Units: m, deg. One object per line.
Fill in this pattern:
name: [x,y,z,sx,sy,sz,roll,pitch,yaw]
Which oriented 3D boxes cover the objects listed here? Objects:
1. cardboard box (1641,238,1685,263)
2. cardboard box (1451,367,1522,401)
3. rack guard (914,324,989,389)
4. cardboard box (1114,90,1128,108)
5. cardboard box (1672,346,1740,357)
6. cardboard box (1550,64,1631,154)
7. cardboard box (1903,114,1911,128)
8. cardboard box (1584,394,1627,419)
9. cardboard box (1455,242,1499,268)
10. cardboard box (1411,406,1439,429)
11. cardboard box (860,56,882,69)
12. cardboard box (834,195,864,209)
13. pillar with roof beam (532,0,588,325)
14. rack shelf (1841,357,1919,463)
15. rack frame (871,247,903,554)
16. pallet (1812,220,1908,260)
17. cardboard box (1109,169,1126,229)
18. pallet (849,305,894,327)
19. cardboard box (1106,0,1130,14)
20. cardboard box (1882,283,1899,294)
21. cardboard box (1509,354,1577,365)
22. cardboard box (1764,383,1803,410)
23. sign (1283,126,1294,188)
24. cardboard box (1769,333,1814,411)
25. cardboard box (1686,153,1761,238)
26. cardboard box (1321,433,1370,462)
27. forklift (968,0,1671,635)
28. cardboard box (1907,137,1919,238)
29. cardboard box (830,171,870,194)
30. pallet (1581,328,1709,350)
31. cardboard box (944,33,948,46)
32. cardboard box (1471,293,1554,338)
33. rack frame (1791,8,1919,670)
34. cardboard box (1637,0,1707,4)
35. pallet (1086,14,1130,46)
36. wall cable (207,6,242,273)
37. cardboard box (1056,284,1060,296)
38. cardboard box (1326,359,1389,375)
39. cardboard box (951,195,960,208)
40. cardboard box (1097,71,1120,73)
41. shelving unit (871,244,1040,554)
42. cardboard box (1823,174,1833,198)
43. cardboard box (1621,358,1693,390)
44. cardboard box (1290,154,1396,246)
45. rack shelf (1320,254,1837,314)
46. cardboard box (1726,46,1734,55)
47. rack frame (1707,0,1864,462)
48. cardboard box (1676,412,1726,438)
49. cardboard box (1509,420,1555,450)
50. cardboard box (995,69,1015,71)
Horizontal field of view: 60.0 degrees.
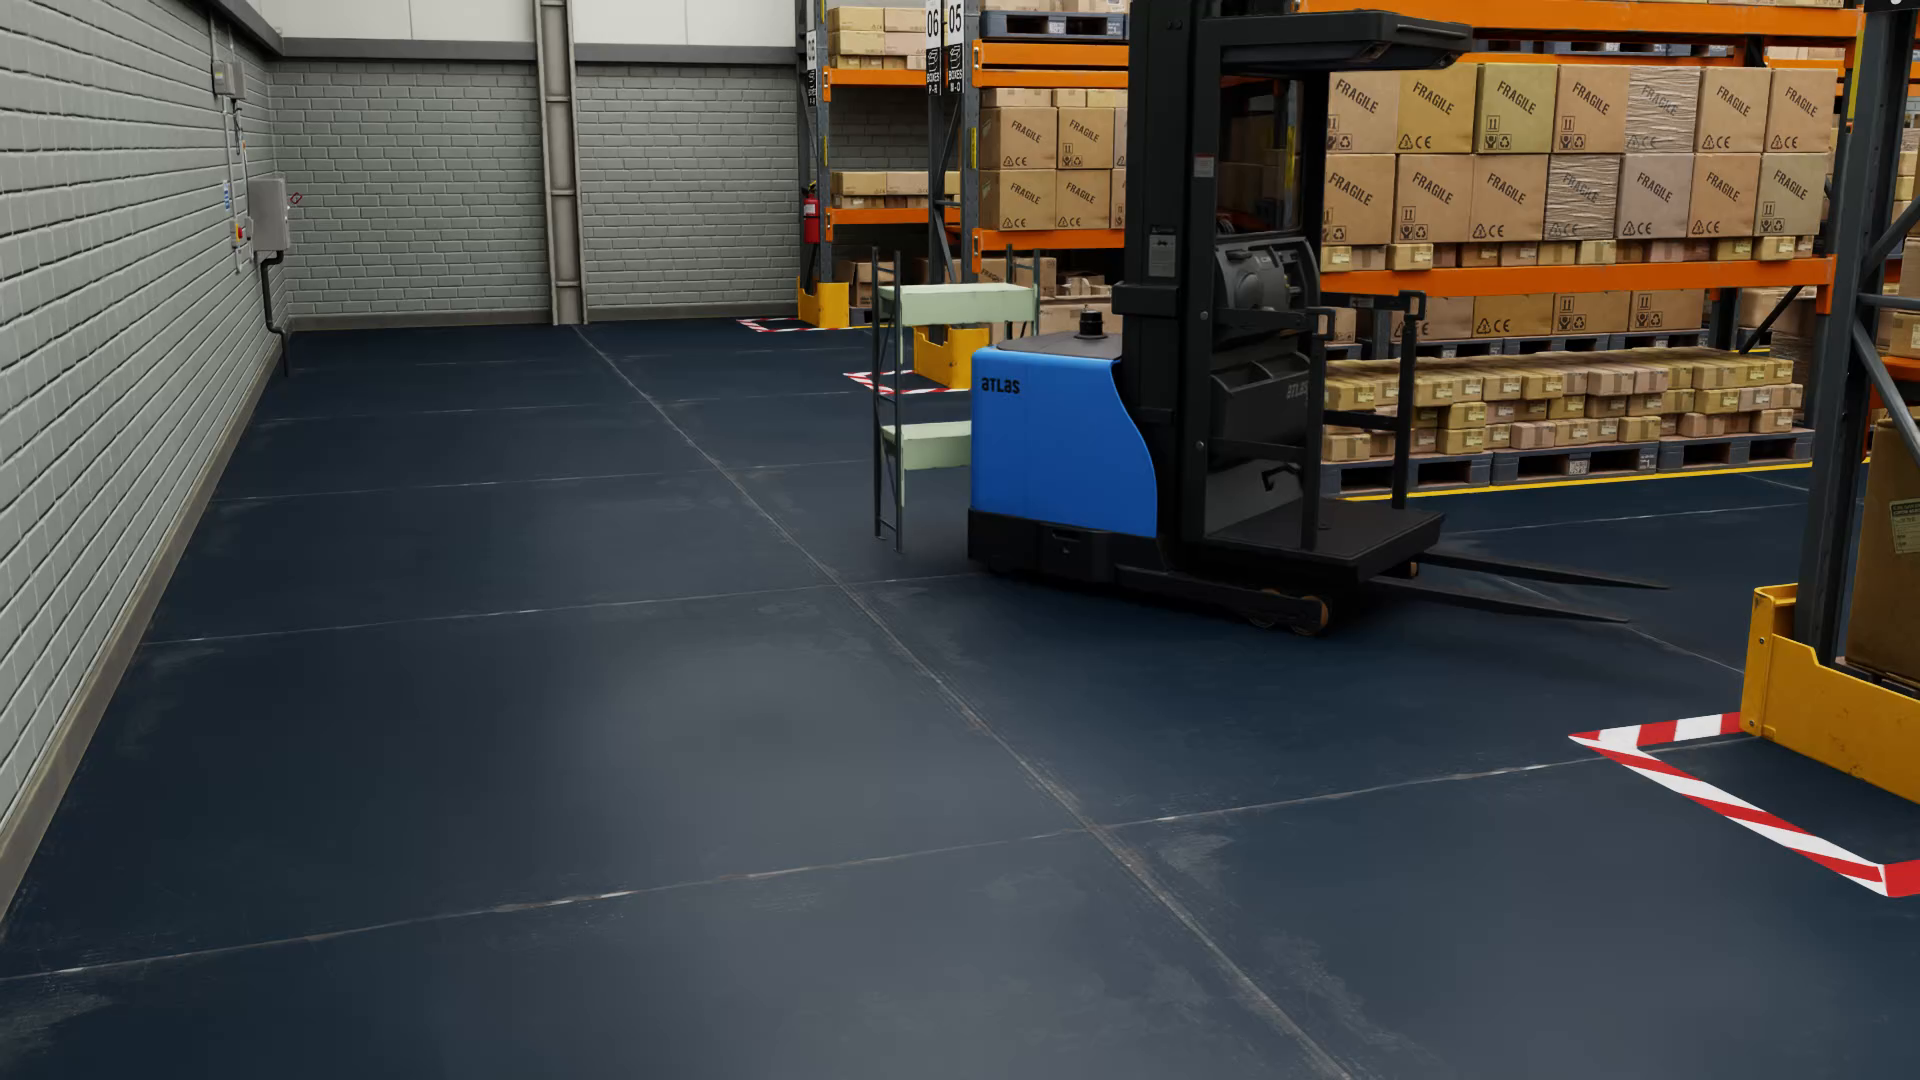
cardboard box: [4.226,-1.796,10.254,0.250,0.149,0.380,-5,14,-20]
cardboard box: [3.195,-0.948,10.114,0.250,0.149,0.380,-4,14,-16]
rack guard: [-0.084,-1.645,14.480,0.348,0.500,1.175,-4,14,-18]
cardboard box: [1.348,-3.763,14.201,0.250,0.149,0.380,-4,14,-18]
cardboard box: [5.011,-1.207,11.203,0.250,0.149,0.380,-4,14,-16]
cardboard box: [3.581,-2.550,9.863,0.500,0.500,0.500,-5,14,-20]
cardboard box: [9.756,-4.402,17.500,0.250,0.149,0.380,-4,14,-15]
cardboard box: [3.941,-0.868,10.418,0.250,0.149,0.380,-5,14,-21]
cardboard box: [2.991,-1.715,9.912,0.250,0.149,0.380,-5,14,-19]
cardboard box: [2.673,-0.775,10.028,0.250,0.149,0.380,-4,14,-17]
cardboard box: [-1.032,-5.286,18.446,0.250,0.149,0.380,-4,14,-17]
cardboard box: [-1.249,-3.793,18.652,0.250,0.149,0.380,-5,14,-18]
pillar with roof beam: [-3.118,-5.925,14.104,0.400,9.000,9.100,-4,14,-18]
rack shelf: [4.995,-0.487,5.764,4.000,0.370,1.077,-4,14,-18]
rack frame: [-0.368,-0.704,8.363,0.023,1.500,0.400,-5,14,-20]
pallet: [6.175,-2.011,11.031,1.213,0.211,1.003,-4,14,-18]
cardboard box: [1.443,-2.961,14.395,0.500,0.500,0.500,-5,14,-18]
pallet: [-0.821,-2.660,19.368,1.213,0.211,1.003,-4,14,-18]
cardboard box: [1.373,-4.632,14.219,0.500,0.311,0.500,-4,14,-17]
cardboard box: [9.477,-2.530,17.568,0.625,0.372,0.950,-4,14,-16]
cardboard box: [3.768,-1.107,10.782,0.250,0.149,0.380,-5,14,-20]
cardboard box: [5.207,-0.949,10.762,0.250,0.149,0.380,-4,14,-17]
sign: [1.786,-2.087,9.065,0.005,0.325,0.100,-4,14,-18]
cardboard box: [6.025,-1.178,11.609,0.500,0.500,0.500,-5,14,-19]
cardboard box: [4.543,-2.138,10.290,0.500,0.500,0.500,-5,14,-20]
cardboard box: [2.212,-0.571,9.814,0.250,0.149,0.380,-4,14,-17]
forklift: [1.527,-1.165,7.209,3.031,2.935,1.130,10,16,35]
cardboard box: [3.477,-1.220,5.350,0.500,0.500,0.500,-4,14,-17]
cardboard box: [-1.297,-4.116,19.144,0.500,0.250,0.500,-4,14,-16]
pallet: [6.749,-2.055,16.828,1.213,0.211,1.003,-4,14,-18]
cardboard box: [-0.176,-5.532,18.619,0.500,0.250,0.500,-5,14,-20]
cardboard box: [5.145,-2.461,16.190,0.875,0.875,0.875,-4,14,-16]
rack frame: [3.099,-0.690,5.060,0.127,3.000,1.000,-4,14,-18]
cardboard box: [4.067,-3.299,9.873,0.500,0.250,0.500,-5,14,-19]
pallet: [1.797,-4.427,14.483,1.213,0.211,1.003,-4,14,-18]
wall cable: [-5.398,-2.951,12.306,0.123,1.953,0.585,-4,14,-18]
cardboard box: [1.030,-3.035,20.174,0.250,0.149,0.380,-5,14,-19]
cardboard box: [2.495,-1.039,10.498,0.250,0.149,0.380,-5,14,-19]
cardboard box: [-0.012,-3.878,19.006,0.250,0.149,0.380,-5,14,-20]
cardboard box: [1.663,-5.475,19.240,0.250,0.149,0.380,-4,14,-18]
shelving unit: [-0.024,-0.734,8.485,0.755,1.500,0.431,-5,14,-20]
cardboard box: [5.718,-2.380,11.158,0.250,0.149,0.380,-4,14,-16]
cardboard box: [4.416,-1.054,10.560,0.250,0.149,0.380,-4,14,-16]
cardboard box: [2.127,-1.951,9.504,0.500,0.500,0.500,-4,14,-15]
rack shelf: [3.509,-1.583,10.369,4.000,0.370,1.077,-4,14,-18]
cardboard box: [7.752,-4.860,16.654,0.250,0.149,0.380,-4,14,-18]
rack frame: [5.404,-2.080,10.906,0.127,3.000,1.000,-4,14,-18]
cardboard box: [4.638,-0.759,10.607,0.250,0.149,0.380,-5,14,-20]
cardboard box: [3.419,-0.662,10.196,0.250,0.149,0.380,-5,14,-21]
cardboard box: [0.447,-5.372,18.808,0.250,0.149,0.380,-4,14,-17]
